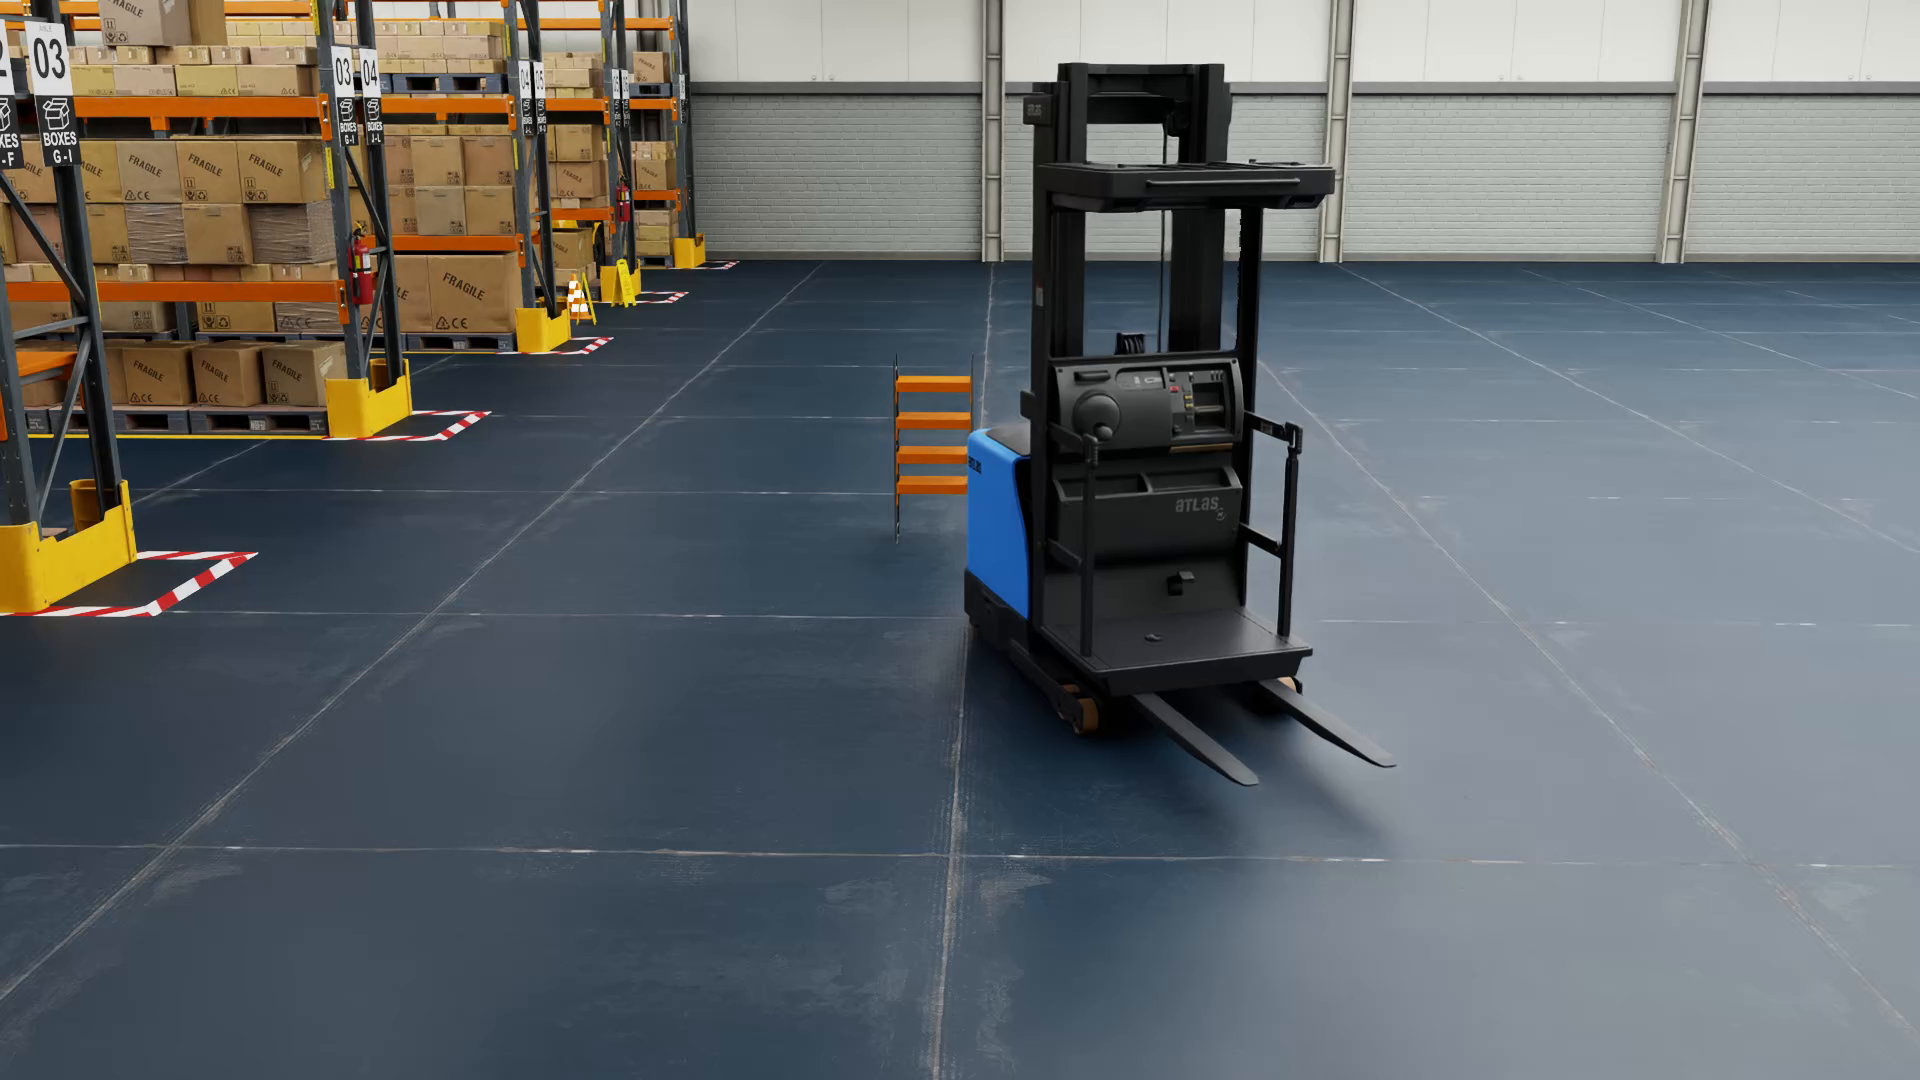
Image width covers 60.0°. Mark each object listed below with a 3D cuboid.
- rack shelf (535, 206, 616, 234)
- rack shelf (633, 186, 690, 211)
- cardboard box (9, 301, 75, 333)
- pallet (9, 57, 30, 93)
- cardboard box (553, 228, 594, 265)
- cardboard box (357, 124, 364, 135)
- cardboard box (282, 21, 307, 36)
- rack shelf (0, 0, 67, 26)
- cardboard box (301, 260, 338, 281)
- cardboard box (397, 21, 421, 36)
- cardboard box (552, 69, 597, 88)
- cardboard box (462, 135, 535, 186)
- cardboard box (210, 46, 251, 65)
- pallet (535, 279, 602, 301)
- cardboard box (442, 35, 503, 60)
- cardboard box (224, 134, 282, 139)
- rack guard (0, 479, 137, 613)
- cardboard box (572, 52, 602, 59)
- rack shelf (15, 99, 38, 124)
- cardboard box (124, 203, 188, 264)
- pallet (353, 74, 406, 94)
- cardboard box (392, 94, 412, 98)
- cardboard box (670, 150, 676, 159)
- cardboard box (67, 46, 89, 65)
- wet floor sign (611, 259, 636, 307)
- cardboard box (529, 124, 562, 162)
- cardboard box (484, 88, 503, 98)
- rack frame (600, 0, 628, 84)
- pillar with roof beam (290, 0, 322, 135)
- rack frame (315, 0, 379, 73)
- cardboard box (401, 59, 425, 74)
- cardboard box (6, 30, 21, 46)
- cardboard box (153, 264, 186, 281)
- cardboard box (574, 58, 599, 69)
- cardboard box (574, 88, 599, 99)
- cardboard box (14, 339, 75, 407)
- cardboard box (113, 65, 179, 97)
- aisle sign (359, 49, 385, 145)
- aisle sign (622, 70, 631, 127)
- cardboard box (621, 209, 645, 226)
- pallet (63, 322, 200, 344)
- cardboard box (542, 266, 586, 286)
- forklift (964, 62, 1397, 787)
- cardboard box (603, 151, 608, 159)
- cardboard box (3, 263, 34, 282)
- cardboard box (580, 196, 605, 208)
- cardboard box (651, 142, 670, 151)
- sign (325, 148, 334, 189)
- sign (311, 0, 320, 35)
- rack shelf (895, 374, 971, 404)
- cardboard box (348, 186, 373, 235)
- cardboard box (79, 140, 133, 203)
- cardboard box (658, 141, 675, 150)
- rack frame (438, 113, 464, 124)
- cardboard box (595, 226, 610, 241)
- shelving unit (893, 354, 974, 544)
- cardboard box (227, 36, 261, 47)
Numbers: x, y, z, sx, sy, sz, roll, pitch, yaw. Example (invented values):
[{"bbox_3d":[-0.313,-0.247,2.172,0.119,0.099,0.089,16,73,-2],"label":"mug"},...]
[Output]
[{"bbox_3d":[-6.859,-4.659,24.028,4.000,0.370,1.077,0,15,1],"label":"rack shelf"},{"bbox_3d":[-6.736,-5.924,28.826,4.000,0.370,1.077,0,15,1],"label":"rack shelf"},{"bbox_3d":[-10.471,-2.860,19.387,0.750,0.750,1.050,0,15,1],"label":"cardboard box"},{"bbox_3d":[-6.064,-2.592,9.276,1.213,0.211,1.003,0,15,1],"label":"pallet"},{"bbox_3d":[-5.683,-4.305,24.375,0.500,0.500,0.500,0,15,0],"label":"cardboard box"},{"bbox_3d":[-8.424,-5.637,23.587,0.500,0.500,0.700,0,15,1],"label":"cardboard box"},{"bbox_3d":[-7.256,-5.625,18.312,0.250,0.149,0.380,0,15,1],"label":"cardboard box"},{"bbox_3d":[-14.856,-7.418,23.511,4.000,0.370,1.077,0,15,1],"label":"rack shelf"},{"bbox_3d":[-5.403,-2.294,14.147,0.250,0.149,0.380,0,15,1],"label":"cardboard box"},{"bbox_3d":[-5.995,-5.617,18.280,0.250,0.149,0.380,1,15,2],"label":"cardboard box"},{"bbox_3d":[-5.378,-6.450,23.237,0.500,0.250,0.500,0,15,1],"label":"cardboard box"},{"bbox_3d":[-5.255,-4.337,18.989,0.550,0.550,0.875,0,15,1],"label":"cardboard box"},{"bbox_3d":[-5.932,-3.964,13.619,0.250,0.149,0.380,0,15,-1],"label":"cardboard box"},{"bbox_3d":[-5.747,-3.660,24.298,1.213,0.211,1.003,0,15,1],"label":"pallet"},{"bbox_3d":[-5.382,-5.435,18.374,0.500,0.250,0.500,1,15,2],"label":"cardboard box"},{"bbox_3d":[-7.963,-4.366,19.098,0.550,0.550,0.875,0,15,1],"label":"cardboard box"},{"bbox_3d":[-5.316,0.017,9.795,0.348,0.500,1.175,0,15,1],"label":"rack guard"},{"bbox_3d":[-6.207,-7.982,28.120,0.500,0.500,0.700,0,15,2],"label":"cardboard box"},{"bbox_3d":[-7.239,-2.319,9.279,4.000,0.370,1.077,0,15,1],"label":"rack shelf"},{"bbox_3d":[-6.664,-2.656,14.248,0.500,0.500,0.875,0,15,1],"label":"cardboard box"},{"bbox_3d":[-6.850,-5.147,18.764,1.213,0.211,1.003,0,15,1],"label":"pallet"},{"bbox_3d":[-7.793,-6.283,23.386,0.250,0.149,0.380,1,15,3],"label":"cardboard box"},{"bbox_3d":[-5.069,-6.690,28.848,0.250,0.149,0.380,0,15,0],"label":"cardboard box"},{"bbox_3d":[-7.232,-3.990,13.717,0.250,0.149,0.380,1,15,3],"label":"cardboard box"},{"bbox_3d":[-4.697,-3.581,23.148,0.232,0.644,0.267,6,16,21],"label":"wet floor sign"},{"bbox_3d":[-5.882,-5.622,23.530,0.500,0.500,0.700,1,15,2],"label":"cardboard box"},{"bbox_3d":[-6.503,-6.269,23.333,0.250,0.149,0.380,0,15,0],"label":"cardboard box"},{"bbox_3d":[-4.860,-7.894,23.121,0.127,3.000,1.000,0,15,1],"label":"rack frame"},{"bbox_3d":[-11.518,-8.336,24.795,0.400,9.000,9.100,0,15,1],"label":"pillar with roof beam"},{"bbox_3d":[-5.113,-5.367,13.542,0.127,3.000,1.000,0,15,1],"label":"rack frame"},{"bbox_3d":[-5.987,-5.232,18.383,0.250,0.149,0.380,1,15,2],"label":"cardboard box"},{"bbox_3d":[-11.138,-5.593,19.063,0.500,0.500,0.500,0,15,1],"label":"cardboard box"},{"bbox_3d":[-6.653,-2.298,14.162,0.250,0.149,0.380,0,15,1],"label":"cardboard box"},{"bbox_3d":[-5.205,-6.635,23.157,0.250,0.149,0.380,1,15,2],"label":"cardboard box"},{"bbox_3d":[-5.224,-6.253,23.274,0.250,0.149,0.380,0,15,2],"label":"cardboard box"},{"bbox_3d":[-8.140,-1.472,14.616,0.500,0.500,0.500,5,16,19],"label":"cardboard box"},{"bbox_3d":[-6.613,-3.790,13.741,0.500,0.250,0.500,1,15,3],"label":"cardboard box"},{"bbox_3d":[-5.043,-3.799,14.264,0.004,0.787,0.394,0,15,1],"label":"aisle sign"},{"bbox_3d":[-4.790,-6.329,23.853,0.004,0.787,0.394,0,15,1],"label":"aisle sign"},{"bbox_3d":[-5.716,-5.542,28.571,0.500,0.250,0.500,1,15,2],"label":"cardboard box"},{"bbox_3d":[-9.657,-2.394,19.500,1.213,0.211,1.003,0,15,1],"label":"pallet"},{"bbox_3d":[-5.699,-3.804,23.944,0.500,0.250,0.500,0,15,1],"label":"cardboard box"},{"bbox_3d":[0.954,-0.652,7.566,1.130,2.935,3.031,-5,15,-17],"label":"forklift"},{"bbox_3d":[-6.120,-6.558,28.348,0.250,0.149,0.380,0,15,0],"label":"cardboard box"},{"bbox_3d":[-7.905,-2.282,14.101,0.250,0.149,0.380,0,15,1],"label":"cardboard box"},{"bbox_3d":[-5.239,-4.820,23.721,0.250,0.149,0.380,1,15,3],"label":"cardboard box"},{"bbox_3d":[-5.100,-6.714,28.356,0.250,0.149,0.380,0,15,2],"label":"cardboard box"},{"bbox_3d":[-5.147,-3.037,13.584,0.005,0.325,0.100,0,15,1],"label":"sign"},{"bbox_3d":[-5.147,-4.203,13.276,0.005,0.325,0.100,0,15,1],"label":"sign"},{"bbox_3d":[-0.165,-0.961,10.591,0.480,0.148,0.258,0,15,1],"label":"rack shelf"},{"bbox_3d":[-6.895,-3.820,19.146,0.500,0.550,0.875,0,15,1],"label":"cardboard box"},{"bbox_3d":[-7.168,-3.093,13.946,0.500,0.500,0.500,0,15,1],"label":"cardboard box"},{"bbox_3d":[-5.067,-6.822,28.766,0.250,0.149,0.380,0,15,0],"label":"cardboard box"},{"bbox_3d":[-8.735,-6.285,28.783,0.127,3.000,1.000,0,15,1],"label":"rack frame"},{"bbox_3d":[-6.249,-5.302,28.643,0.500,0.250,0.500,0,15,0],"label":"cardboard box"},{"bbox_3d":[-0.165,-0.581,10.691,0.503,1.200,0.258,0,15,1],"label":"shelving unit"},{"bbox_3d":[-7.898,-5.452,18.437,0.500,0.250,0.500,0,15,1],"label":"cardboard box"}]
